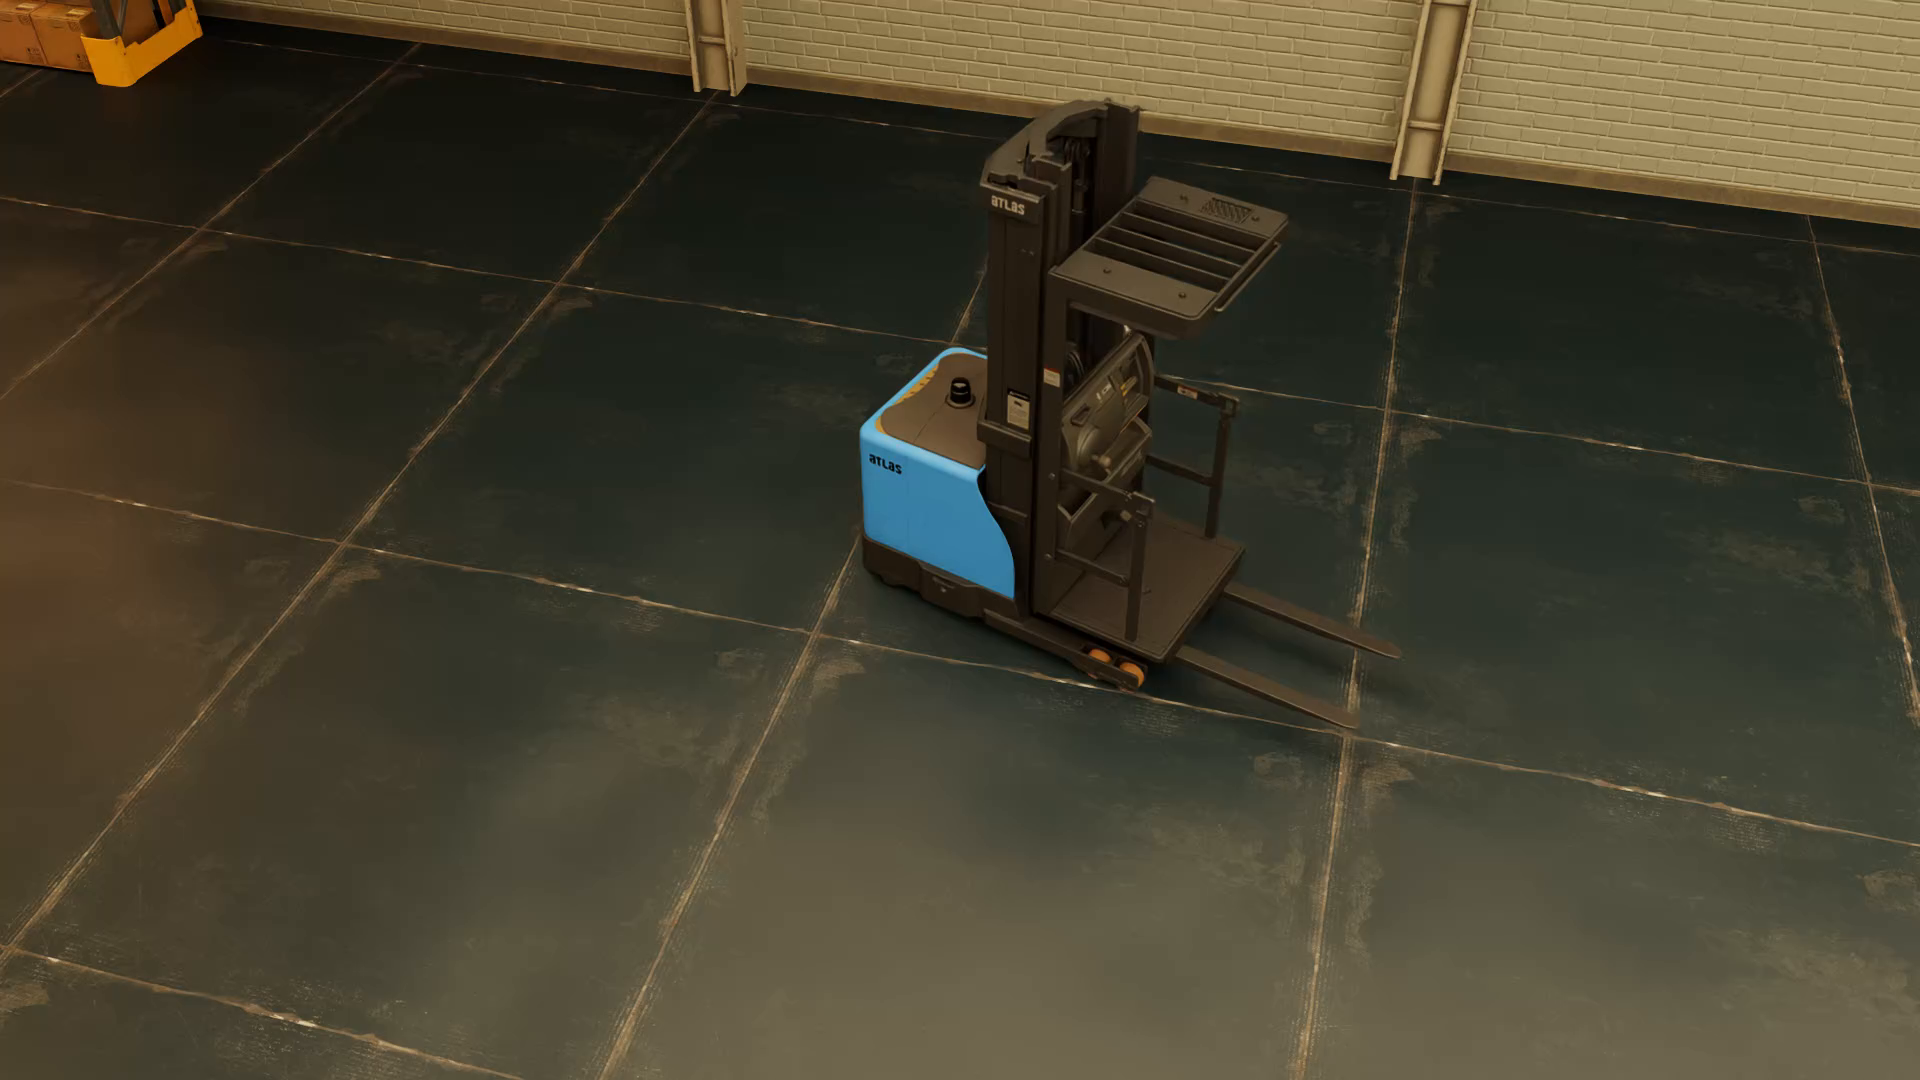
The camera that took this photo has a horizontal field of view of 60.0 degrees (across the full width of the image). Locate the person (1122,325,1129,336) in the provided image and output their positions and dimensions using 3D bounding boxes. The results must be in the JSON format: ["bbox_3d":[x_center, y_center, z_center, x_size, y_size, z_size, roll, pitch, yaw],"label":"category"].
[{"bbox_3d":[0.590,-0.852,9.796,0.915,1.459,0.723,18,44,20],"label":"person"}]

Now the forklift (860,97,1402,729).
[{"bbox_3d":[0.951,-0.668,8.623,3.031,2.935,1.130,22,46,23],"label":"forklift"}]
